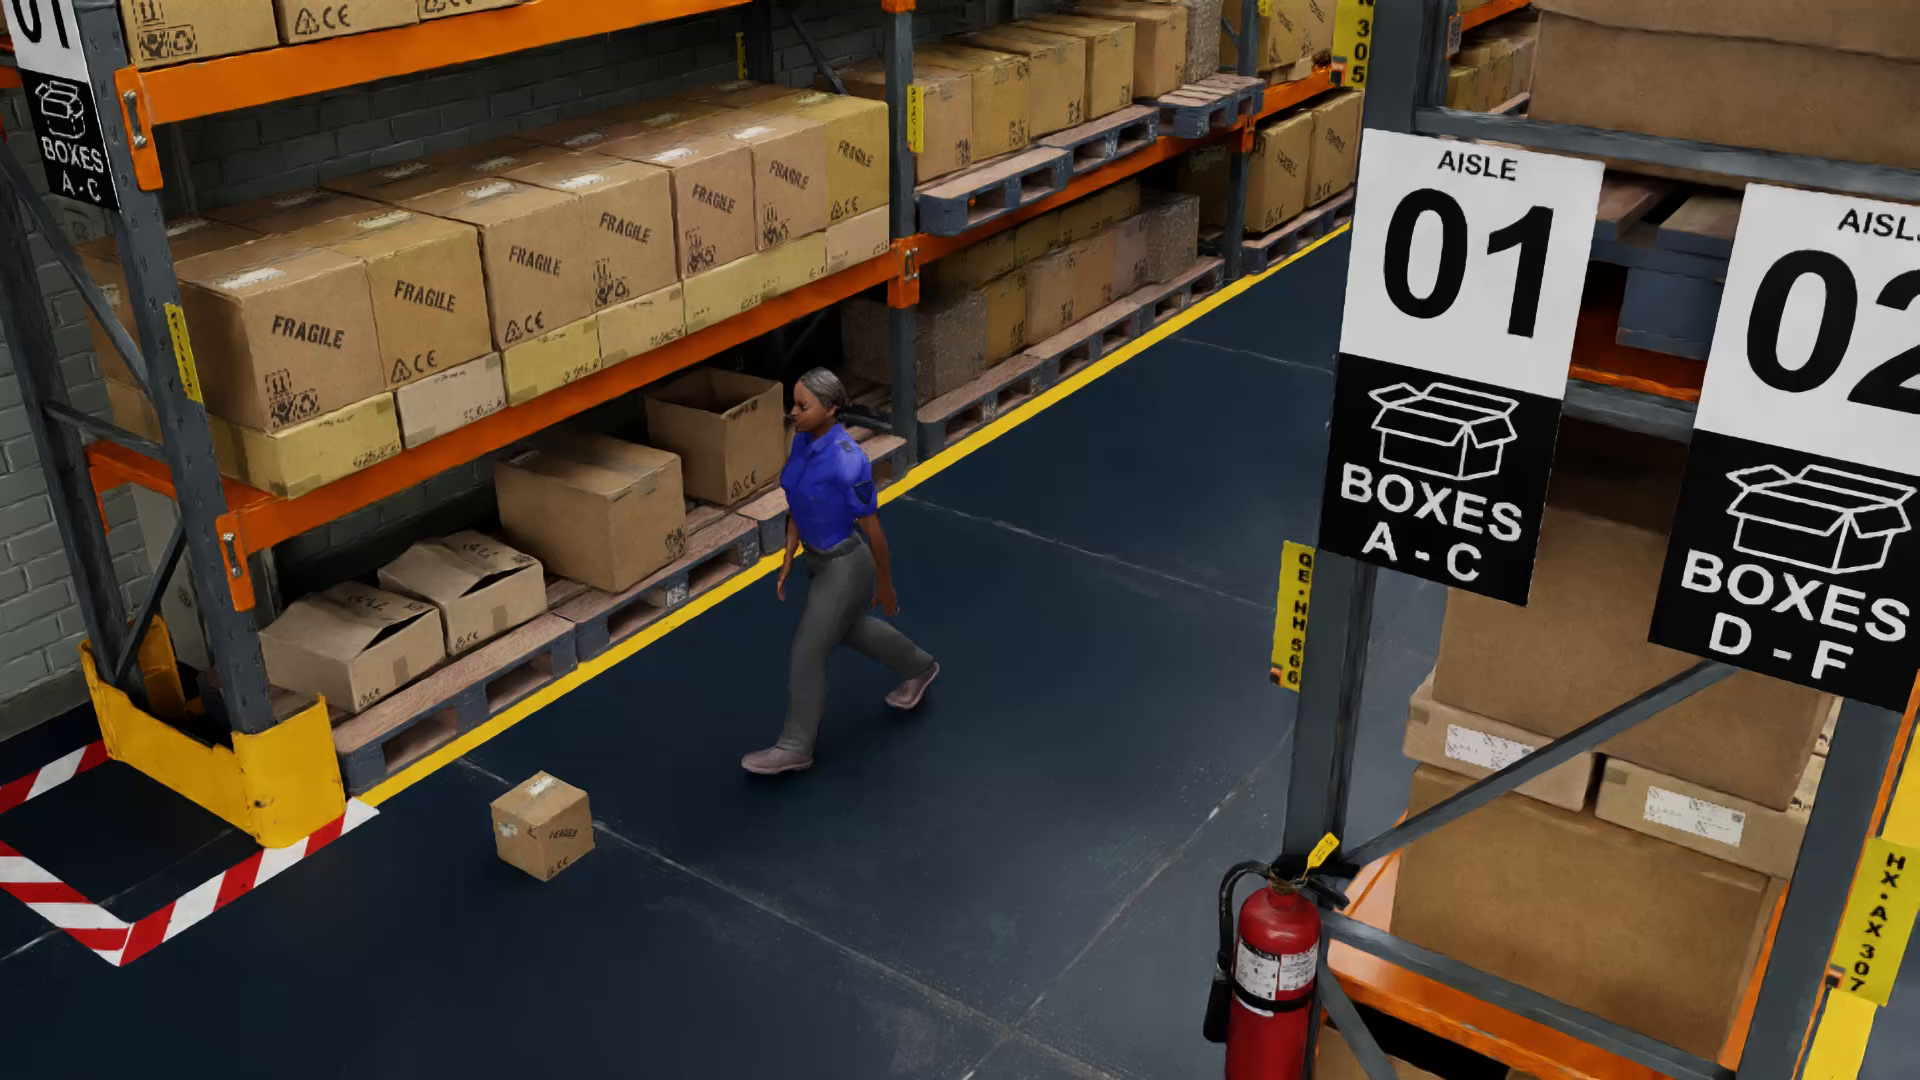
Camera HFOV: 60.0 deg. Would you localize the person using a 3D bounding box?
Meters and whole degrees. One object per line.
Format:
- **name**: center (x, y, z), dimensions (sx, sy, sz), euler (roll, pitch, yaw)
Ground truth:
- **person**: center (-0.464, 0.098, 6.447), dimensions (0.964, 1.599, 0.456), euler (-13, 30, -24)
